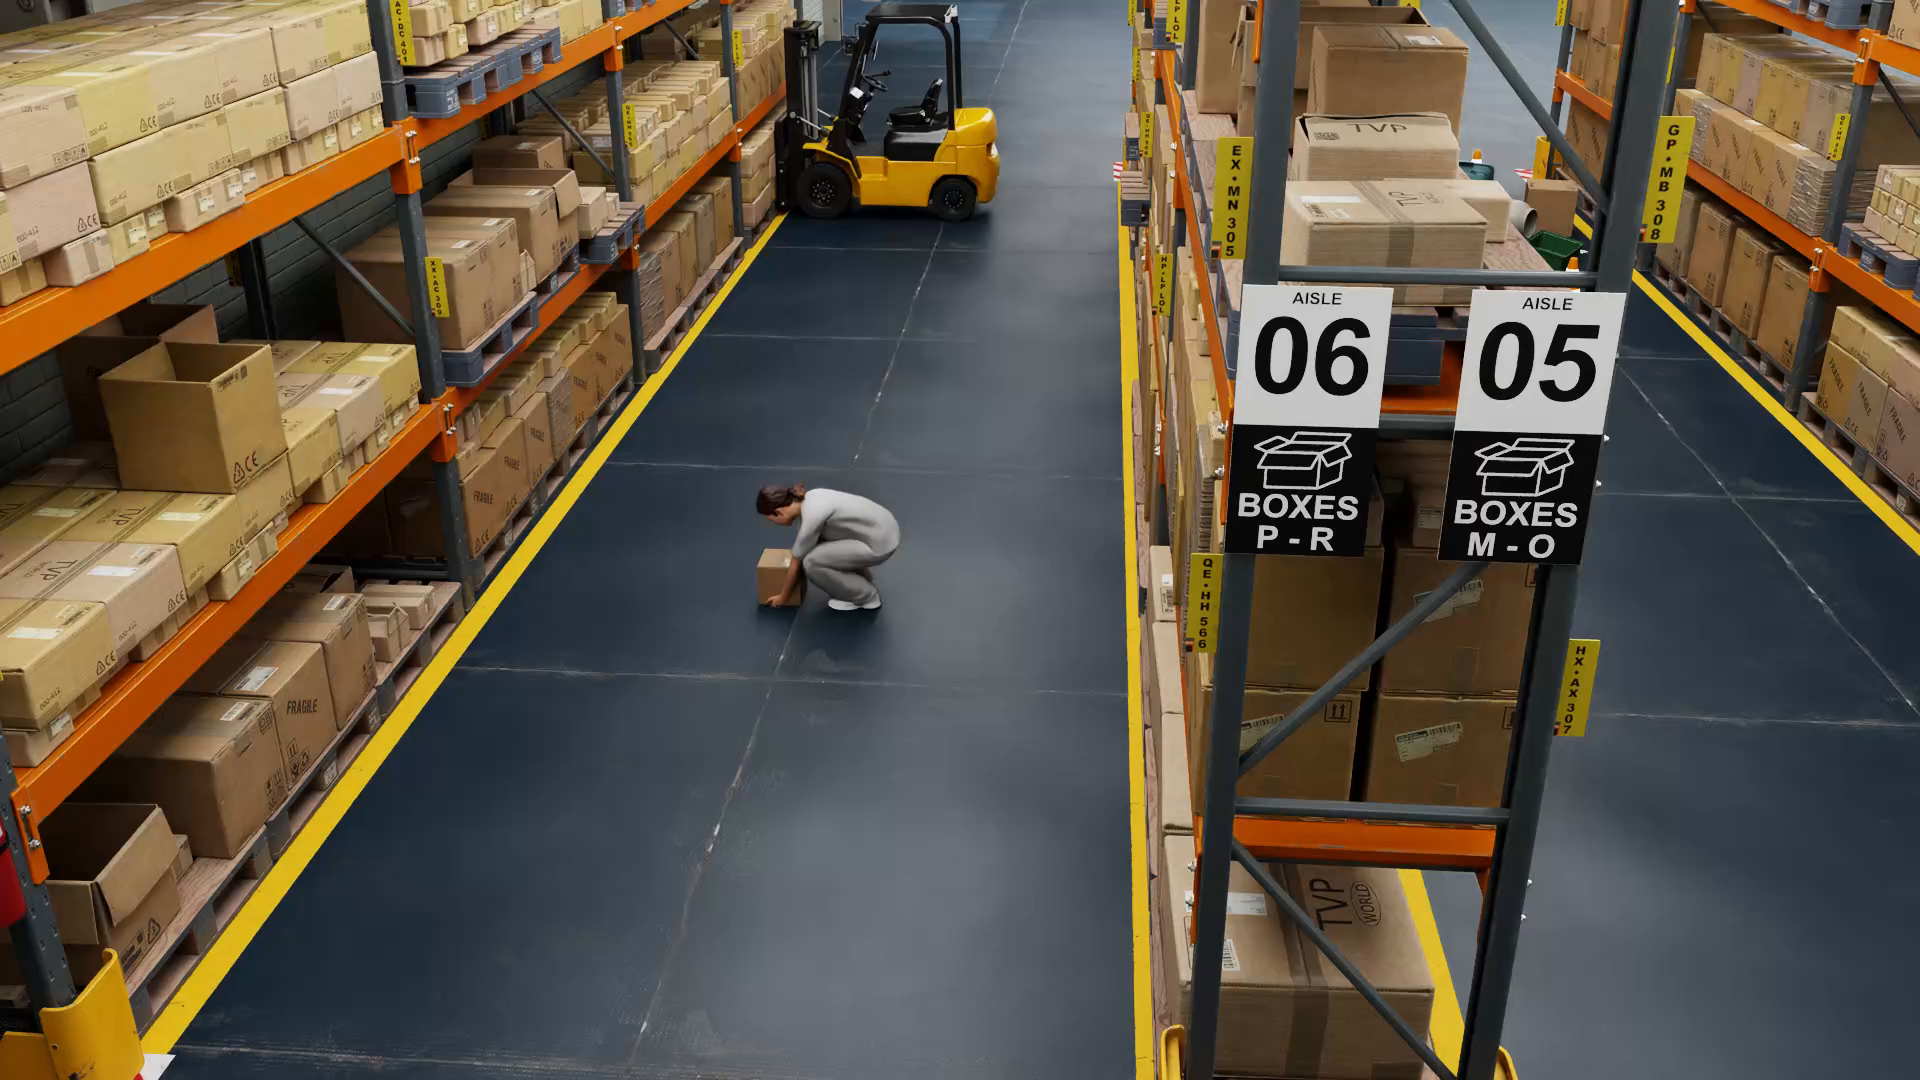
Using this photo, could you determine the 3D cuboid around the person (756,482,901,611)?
[{"bbox_3d":[-0.761,0.072,9.730,0.829,0.760,0.466,2,25,4],"label":"person"}]
